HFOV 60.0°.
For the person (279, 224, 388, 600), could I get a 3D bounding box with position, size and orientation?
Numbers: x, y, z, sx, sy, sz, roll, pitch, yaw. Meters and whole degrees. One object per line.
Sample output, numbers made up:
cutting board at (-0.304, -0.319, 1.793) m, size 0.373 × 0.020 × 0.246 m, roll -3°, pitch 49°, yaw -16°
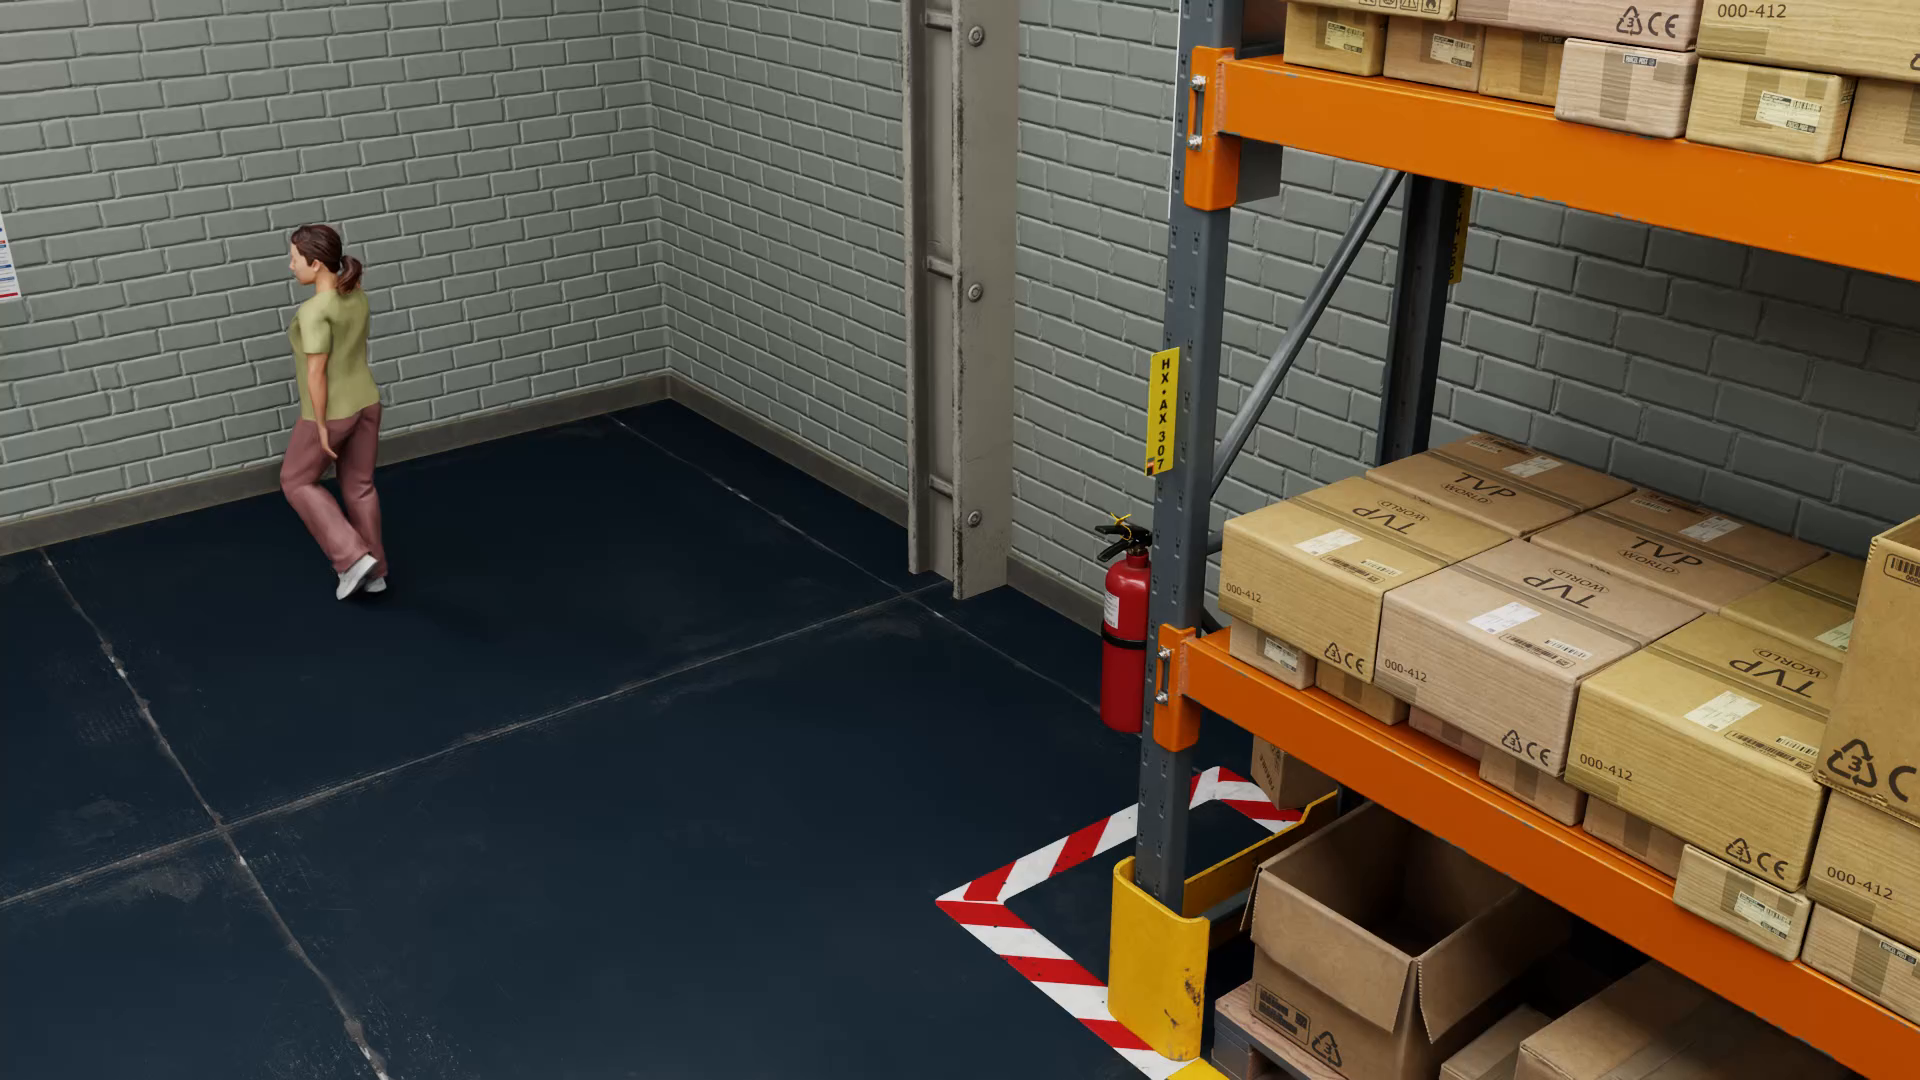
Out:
person at (-2.735, -0.539, 7.268) m, size 0.422 × 1.657 × 0.464 m, roll 11°, pitch 27°, yaw 23°
